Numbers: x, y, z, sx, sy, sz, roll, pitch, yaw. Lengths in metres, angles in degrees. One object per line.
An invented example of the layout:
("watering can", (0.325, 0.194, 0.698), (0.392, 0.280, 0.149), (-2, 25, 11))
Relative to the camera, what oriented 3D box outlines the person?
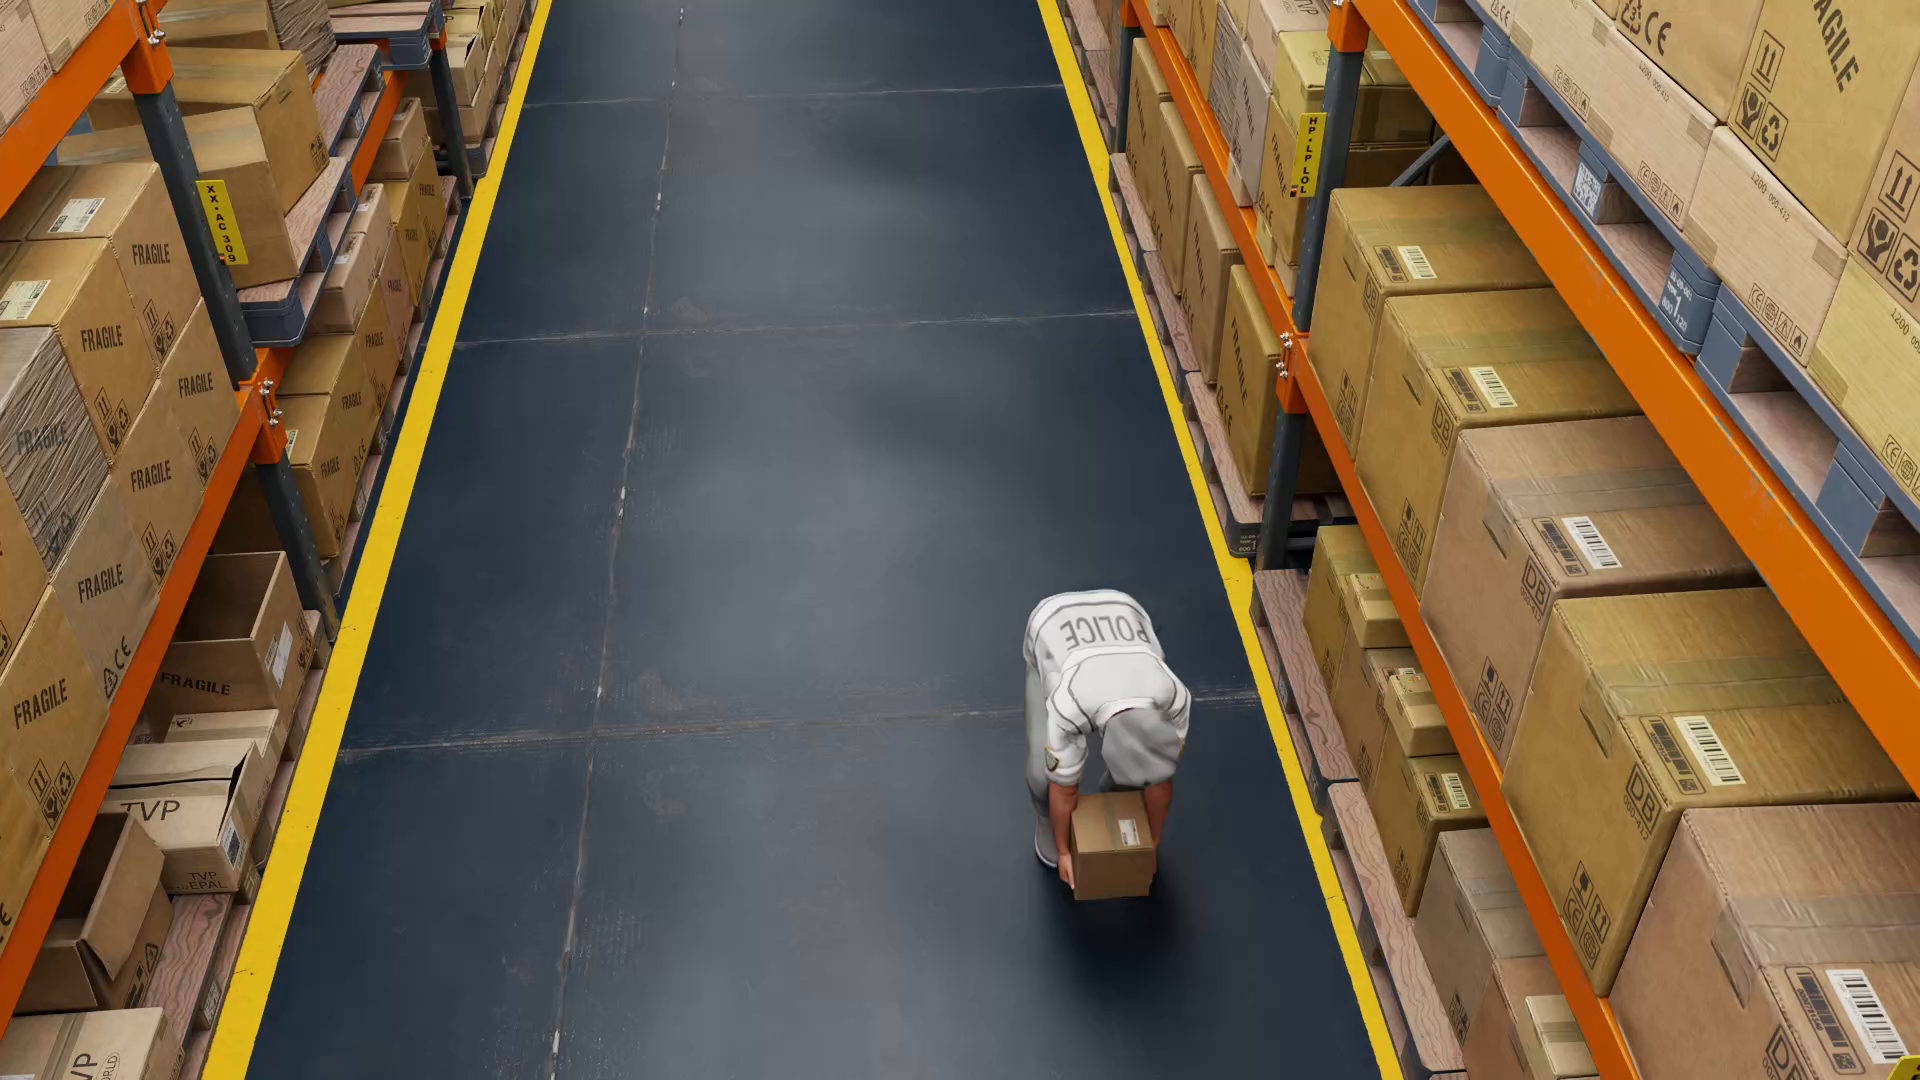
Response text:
("person", (0.493, 0.750, 5.700), (0.519, 1.151, 1.029), (-5, 39, -6))
